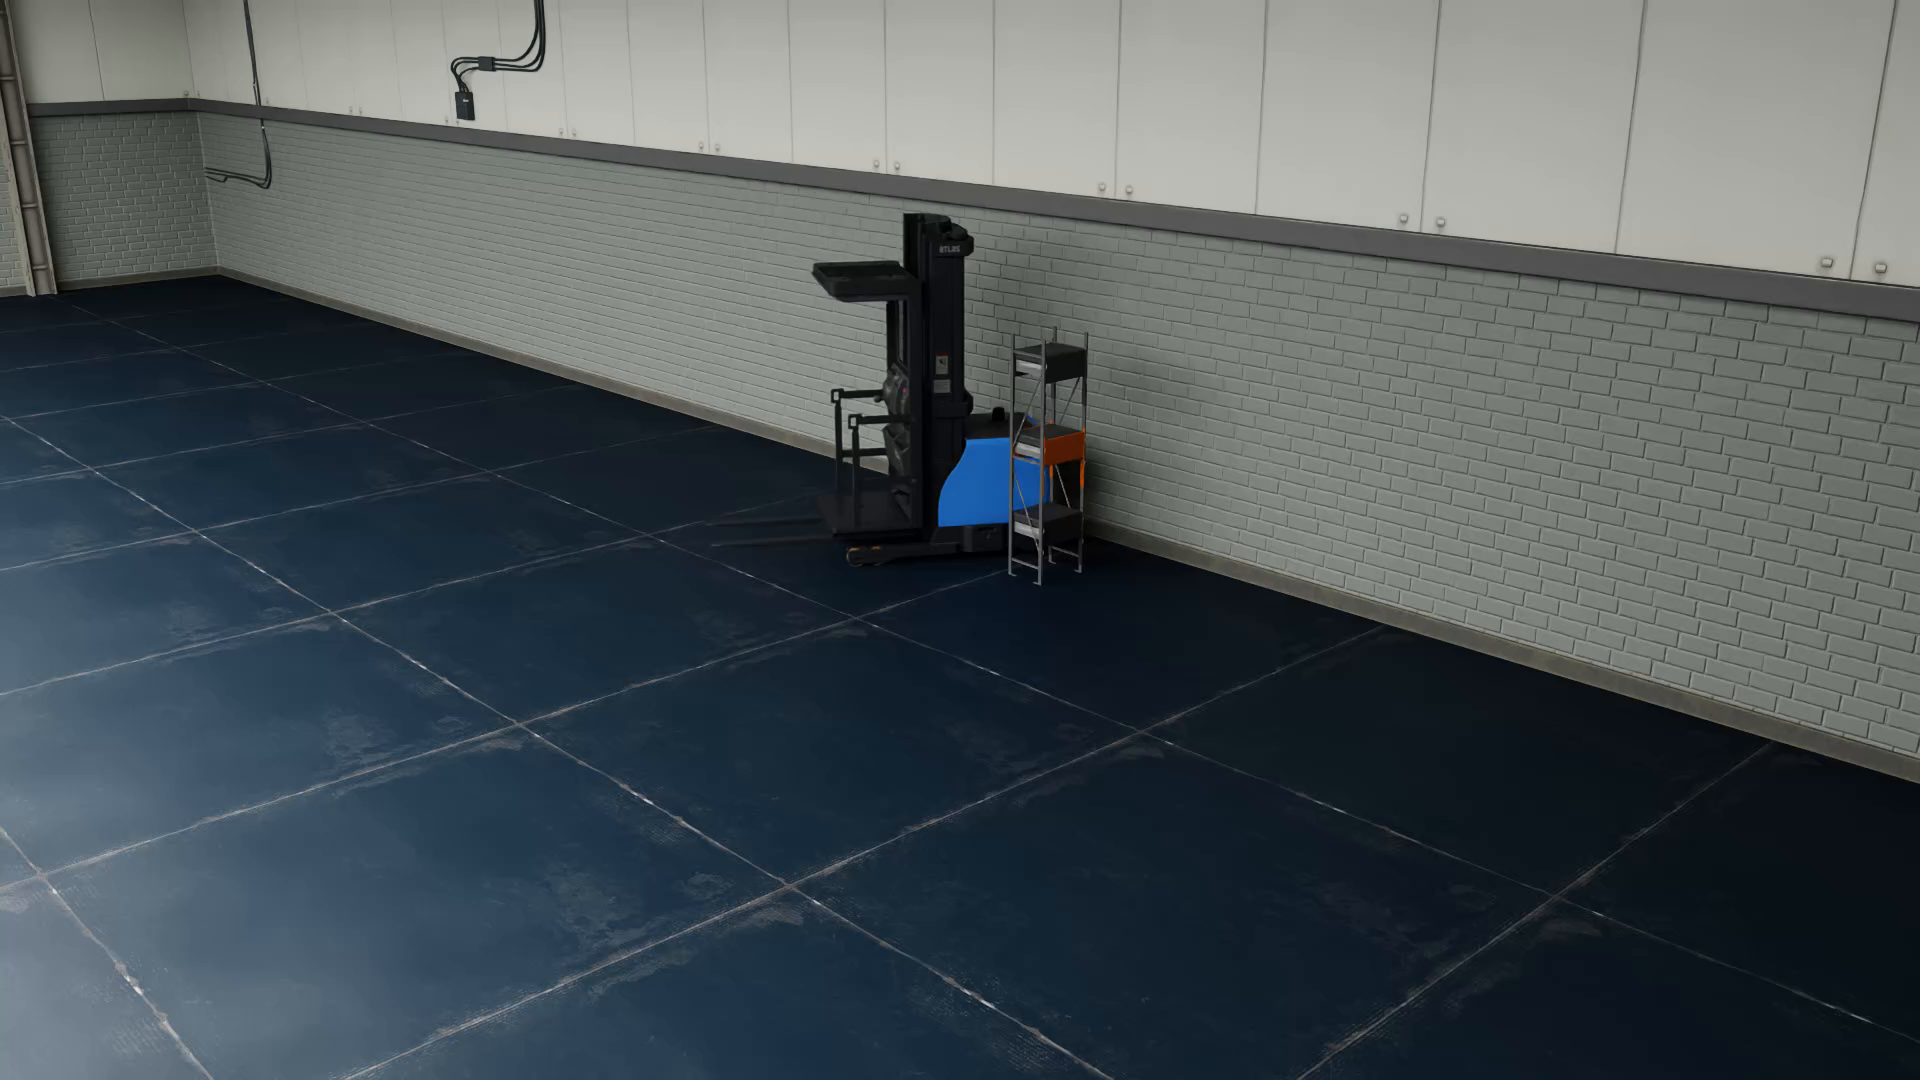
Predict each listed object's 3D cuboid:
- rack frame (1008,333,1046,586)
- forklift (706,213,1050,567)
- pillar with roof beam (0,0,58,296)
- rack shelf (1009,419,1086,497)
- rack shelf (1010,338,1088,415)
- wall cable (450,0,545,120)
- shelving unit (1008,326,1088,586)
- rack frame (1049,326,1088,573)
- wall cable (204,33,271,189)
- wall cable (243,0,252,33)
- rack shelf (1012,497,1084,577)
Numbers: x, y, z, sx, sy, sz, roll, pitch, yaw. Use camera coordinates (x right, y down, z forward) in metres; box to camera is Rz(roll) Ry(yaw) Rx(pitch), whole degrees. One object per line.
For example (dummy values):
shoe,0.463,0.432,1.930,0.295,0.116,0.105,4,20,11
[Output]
rack frame,0.556,-0.660,13.881,0.015,2.100,0.400,-15,23,-39
forklift,-0.743,-1.336,14.618,3.031,2.935,1.130,-4,18,-12
pillar with roof beam,-12.528,-7.469,23.696,0.400,9.000,9.100,-16,24,-41
rack shelf,0.738,-0.697,14.039,0.480,0.518,0.431,-15,23,-39
rack shelf,0.738,-1.363,13.823,0.480,0.518,0.431,-15,23,-39
wall cable,-5.925,-8.249,20.586,0.169,6.003,2.305,-16,24,-41
shelving unit,0.738,-0.710,14.035,0.503,2.100,0.431,-15,23,-39
rack frame,0.921,-0.760,14.189,0.015,2.100,0.400,-15,23,-39
wall cable,-12.436,-7.285,28.162,0.112,2.526,3.097,-16,24,-41
wall cable,-10.577,-9.081,25.513,0.112,2.526,3.097,-16,24,-41
rack shelf,0.738,-0.031,14.255,0.480,0.518,0.431,-15,23,-39
